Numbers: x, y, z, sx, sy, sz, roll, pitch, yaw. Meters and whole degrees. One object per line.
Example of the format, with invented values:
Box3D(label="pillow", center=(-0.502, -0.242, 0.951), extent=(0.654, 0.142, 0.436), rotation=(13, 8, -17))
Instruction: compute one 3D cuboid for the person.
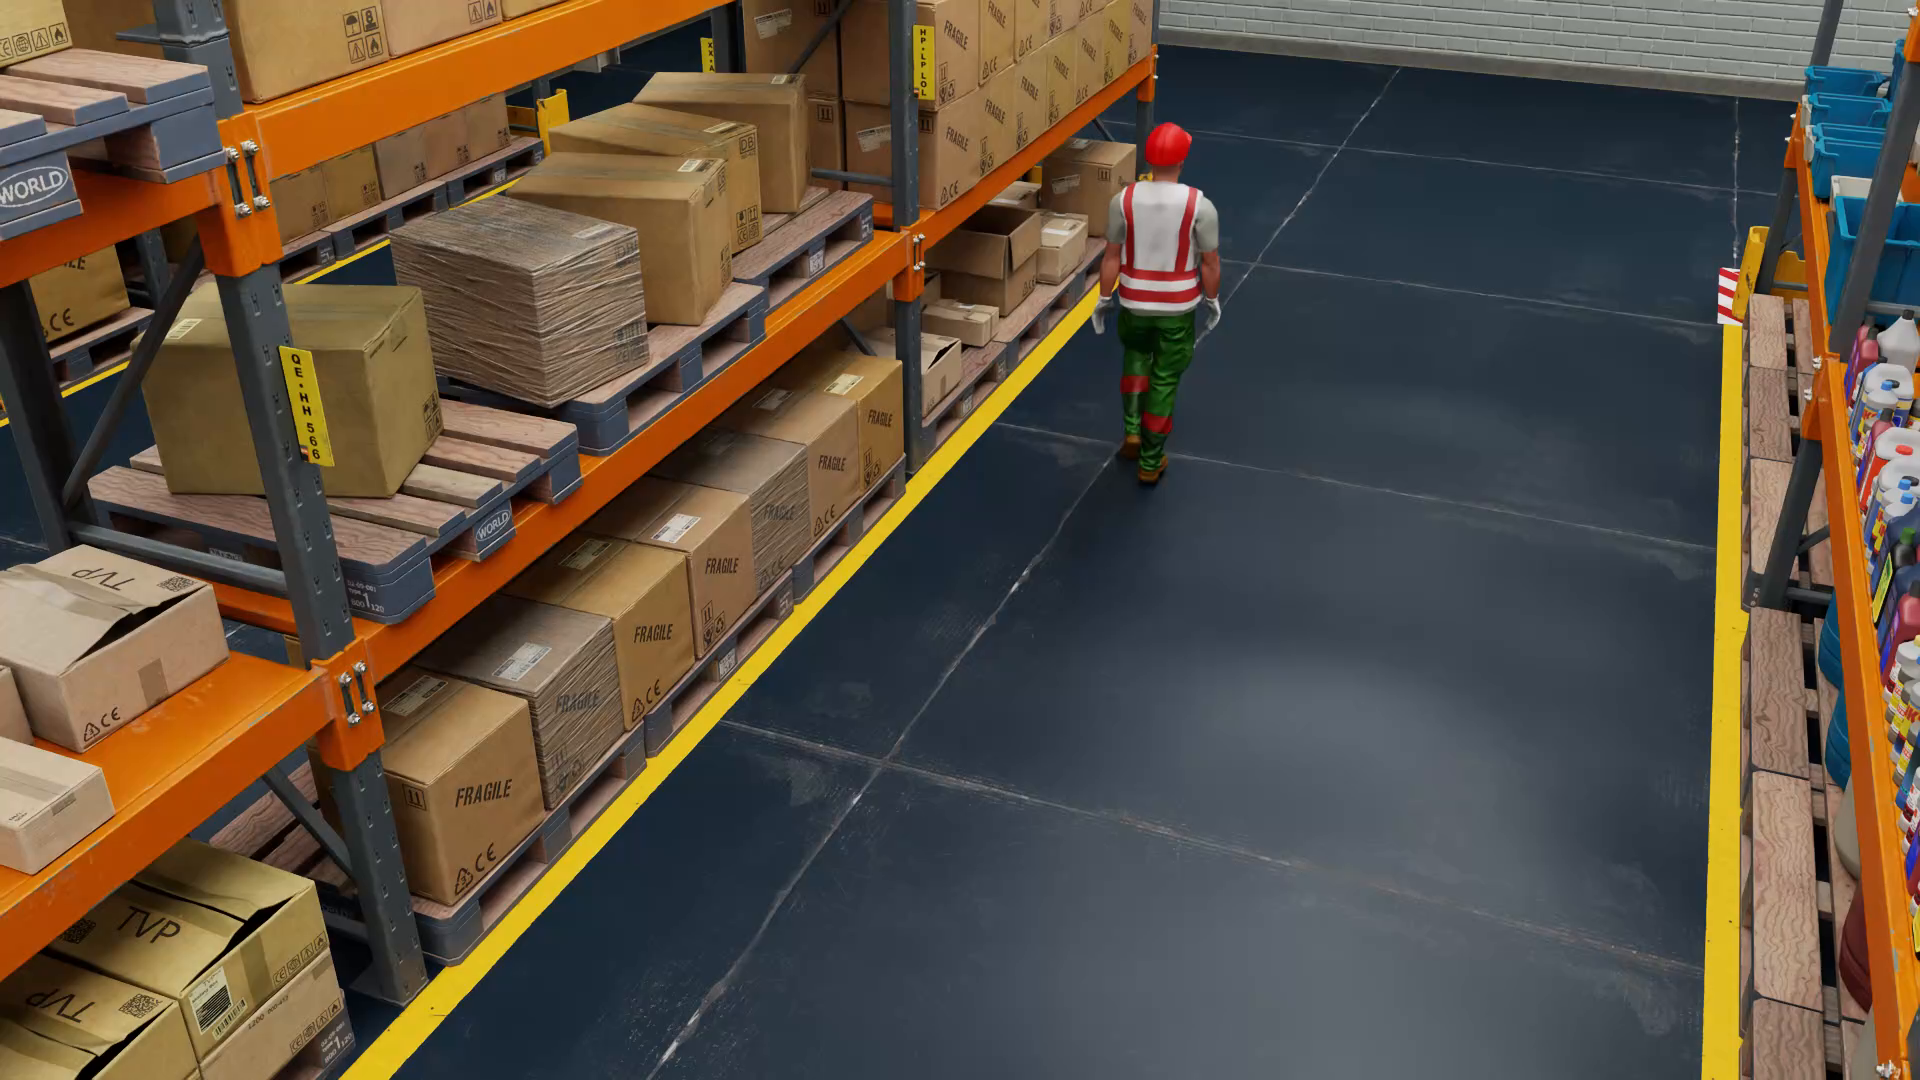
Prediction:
Box3D(label="person", center=(0.974, -1.160, 8.138), extent=(0.598, 1.818, 0.492), rotation=(10, 31, 17))
